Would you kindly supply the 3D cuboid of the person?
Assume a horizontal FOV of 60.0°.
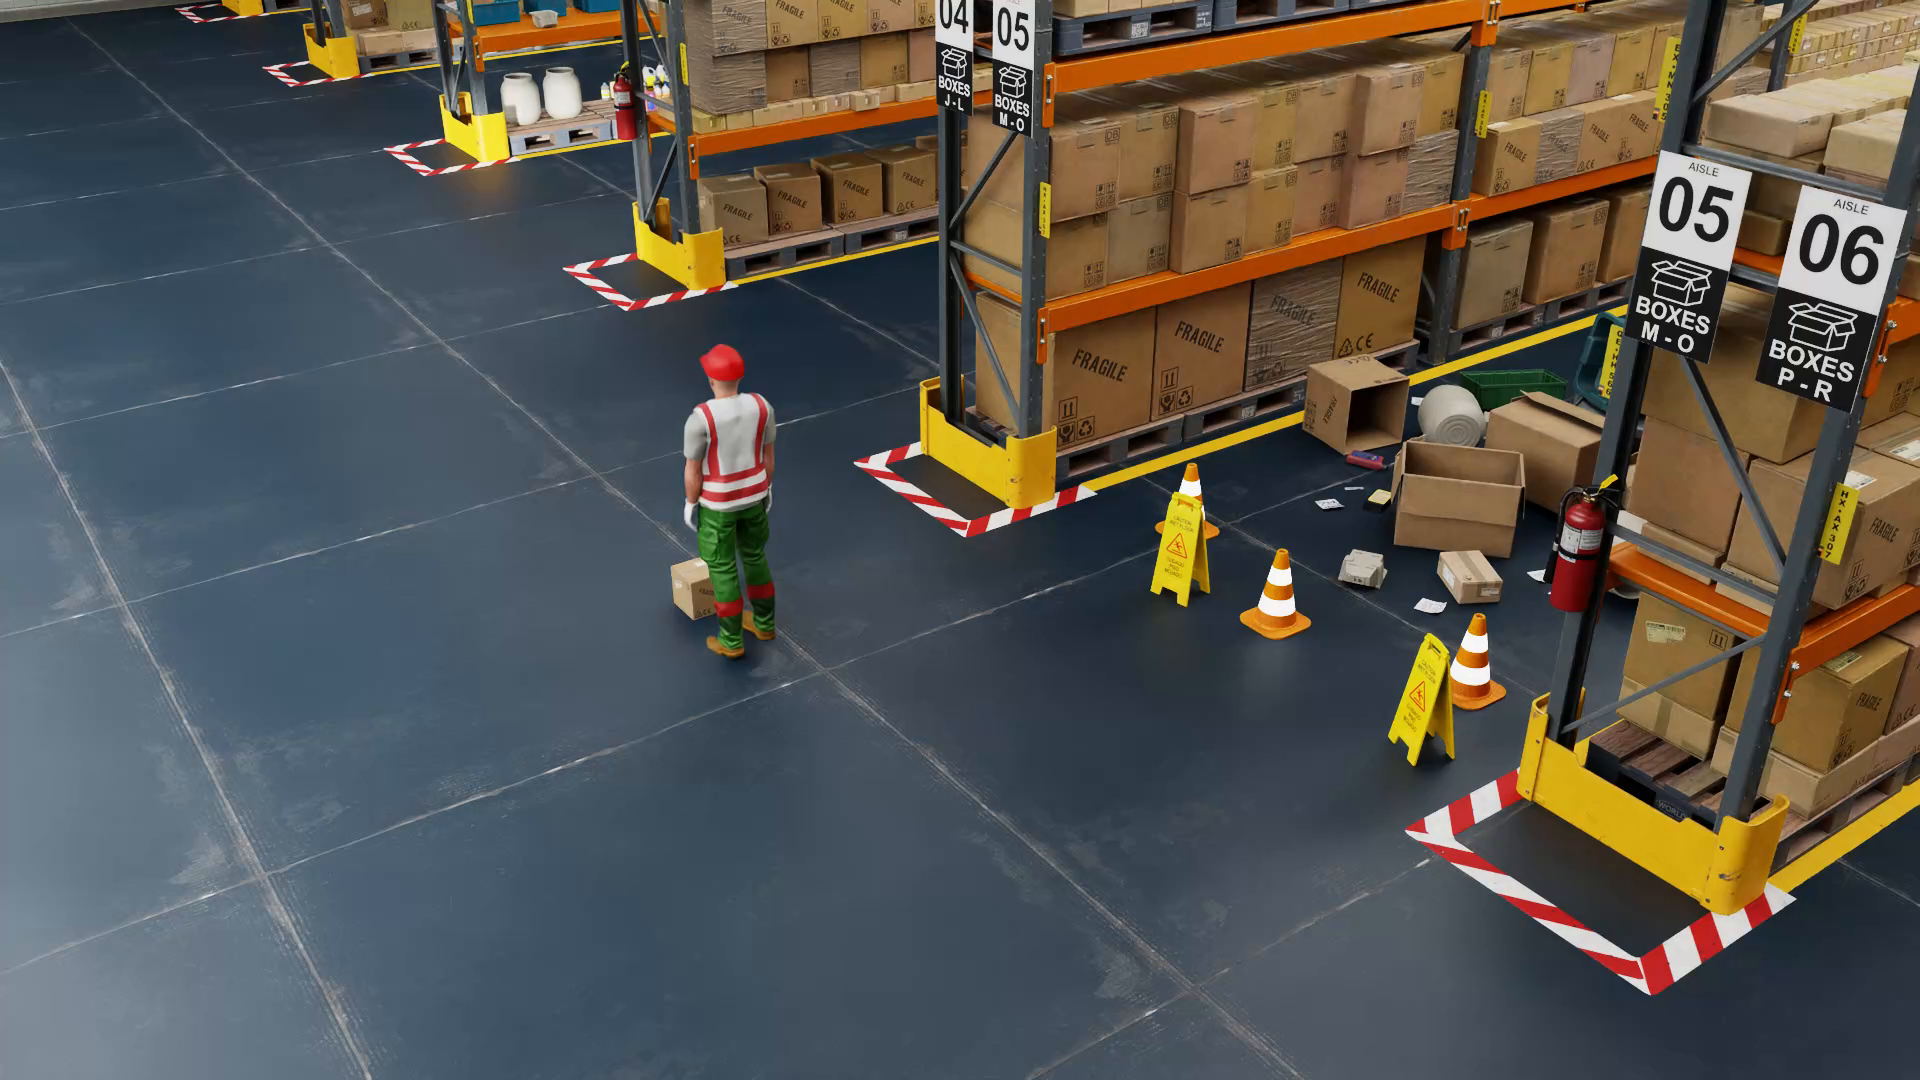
[{"bbox_3d":[-1.246,-0.211,9.019,0.526,1.812,0.367,-18,33,-30],"label":"person"}]
